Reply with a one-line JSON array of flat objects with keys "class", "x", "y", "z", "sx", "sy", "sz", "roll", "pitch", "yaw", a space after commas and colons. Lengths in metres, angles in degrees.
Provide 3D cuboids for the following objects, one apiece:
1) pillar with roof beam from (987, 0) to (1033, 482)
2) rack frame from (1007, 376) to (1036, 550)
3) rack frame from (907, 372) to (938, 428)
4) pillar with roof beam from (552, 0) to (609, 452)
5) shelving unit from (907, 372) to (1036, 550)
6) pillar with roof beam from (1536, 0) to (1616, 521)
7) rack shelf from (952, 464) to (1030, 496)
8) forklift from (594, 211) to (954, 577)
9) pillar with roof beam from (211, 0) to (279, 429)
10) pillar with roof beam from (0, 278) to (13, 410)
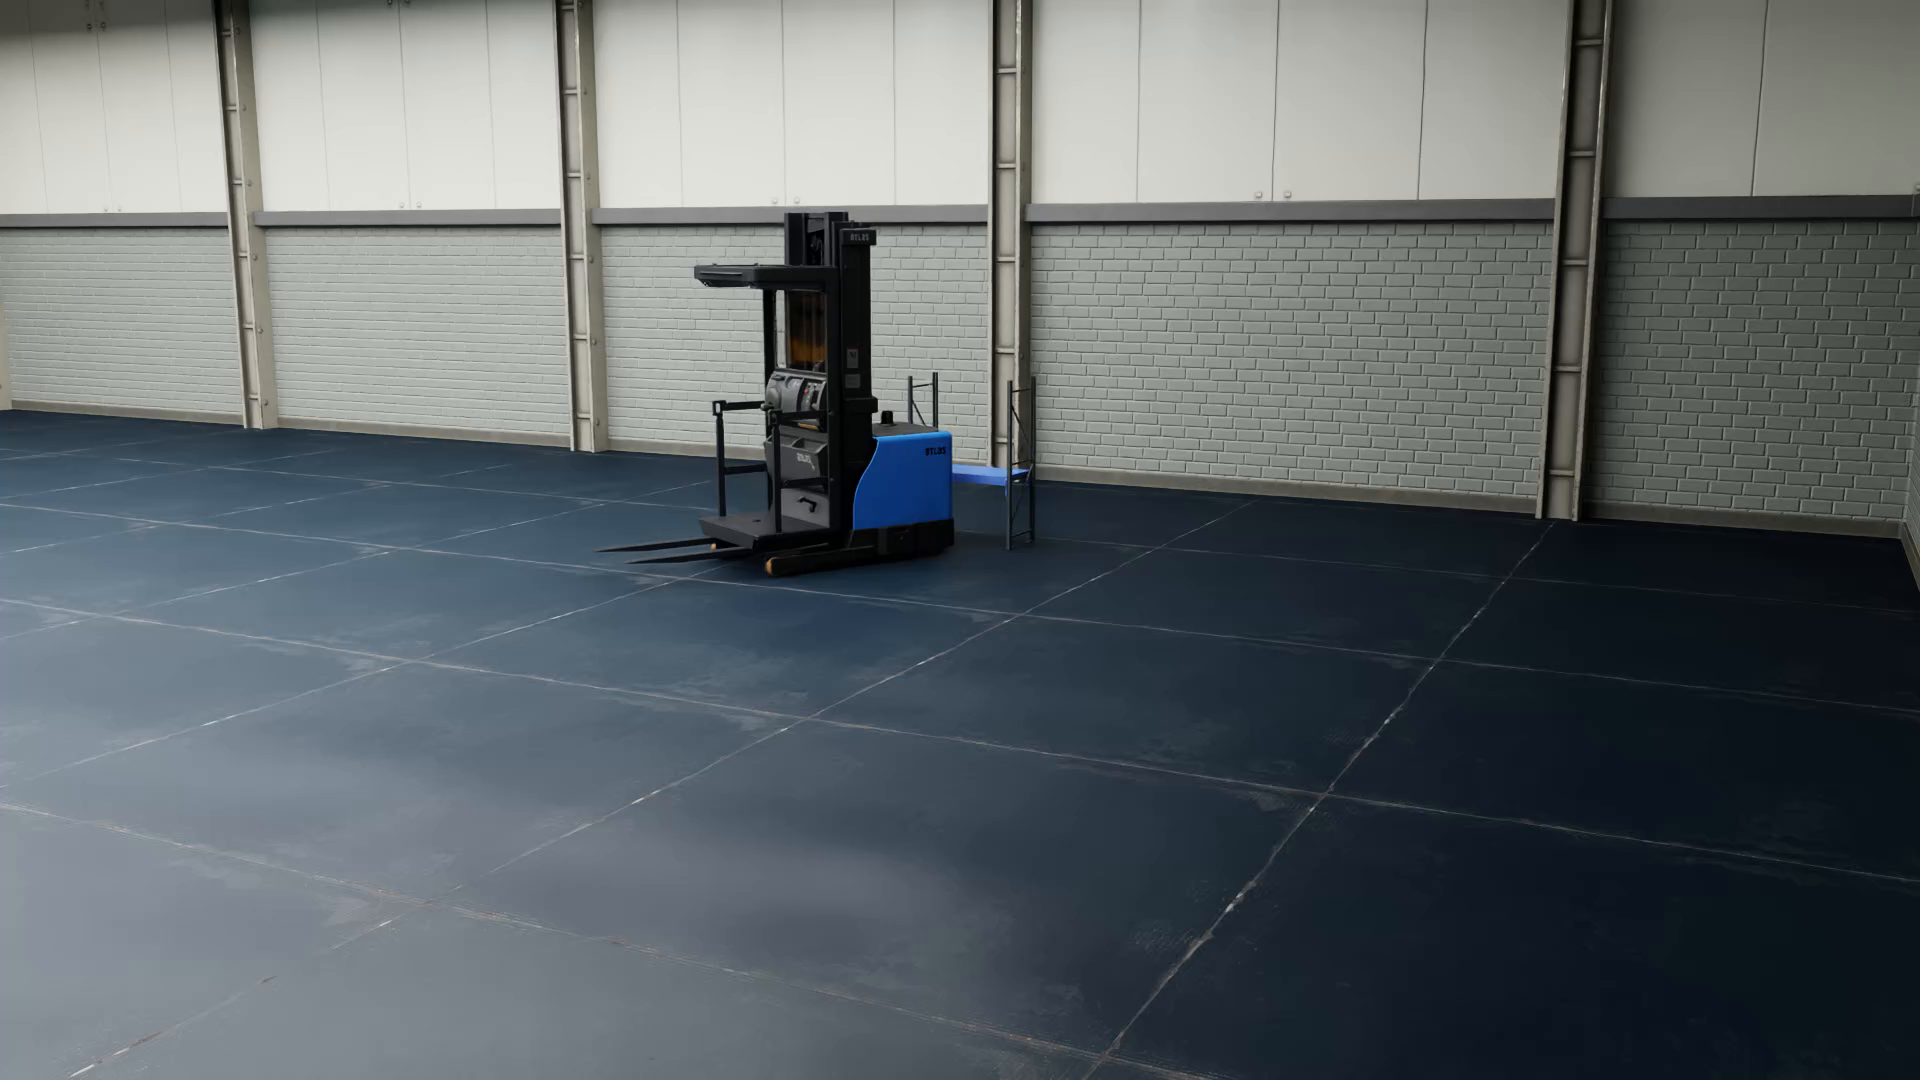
[{"class": "pillar with roof beam", "x": -1.353, "y": -4.439, "z": 14.491, "sx": 0.400, "sy": 9.000, "sz": 9.100, "roll": 5, "pitch": 11, "yaw": 26}, {"class": "rack frame", "x": 0.548, "y": -0.692, "z": 14.840, "sx": 0.032, "sy": 1.500, "sz": 0.500, "roll": 6, "pitch": 12, "yaw": 29}, {"class": "rack frame", "x": -0.339, "y": -0.780, "z": 15.328, "sx": 0.032, "sy": 1.500, "sz": 0.500, "roll": 6, "pitch": 12, "yaw": 29}, {"class": "pillar with roof beam", "x": -6.734, "y": -4.912, "z": 17.103, "sx": 0.400, "sy": 9.000, "sz": 9.100, "roll": 5, "pitch": 11, "yaw": 26}, {"class": "shelving unit", "x": 0.104, "y": -0.736, "z": 15.084, "sx": 1.048, "sy": 1.500, "sz": 0.538, "roll": 6, "pitch": 12, "yaw": 29}, {"class": "pillar with roof beam", "x": 4.028, "y": -3.966, "z": 11.878, "sx": 0.400, "sy": 9.000, "sz": 9.100, "roll": 5, "pitch": 11, "yaw": 26}, {"class": "rack shelf", "x": 0.104, "y": -0.559, "z": 15.116, "sx": 1.000, "sy": 0.185, "sz": 0.538, "roll": 6, "pitch": 12, "yaw": 29}, {"class": "forklift", "x": -1.554, "y": -1.248, "z": 13.898, "sx": 3.031, "sy": 2.935, "sz": 1.130, "roll": -7, "pitch": 12, "yaw": -34}, {"class": "pillar with roof beam", "x": -12.114, "y": -5.385, "z": 19.716, "sx": 0.400, "sy": 9.000, "sz": 9.100, "roll": 5, "pitch": 11, "yaw": 26}, {"class": "pillar with roof beam", "x": -17.495, "y": -5.858, "z": 22.328, "sx": 0.400, "sy": 9.000, "sz": 9.100, "roll": 5, "pitch": 11, "yaw": 26}]
